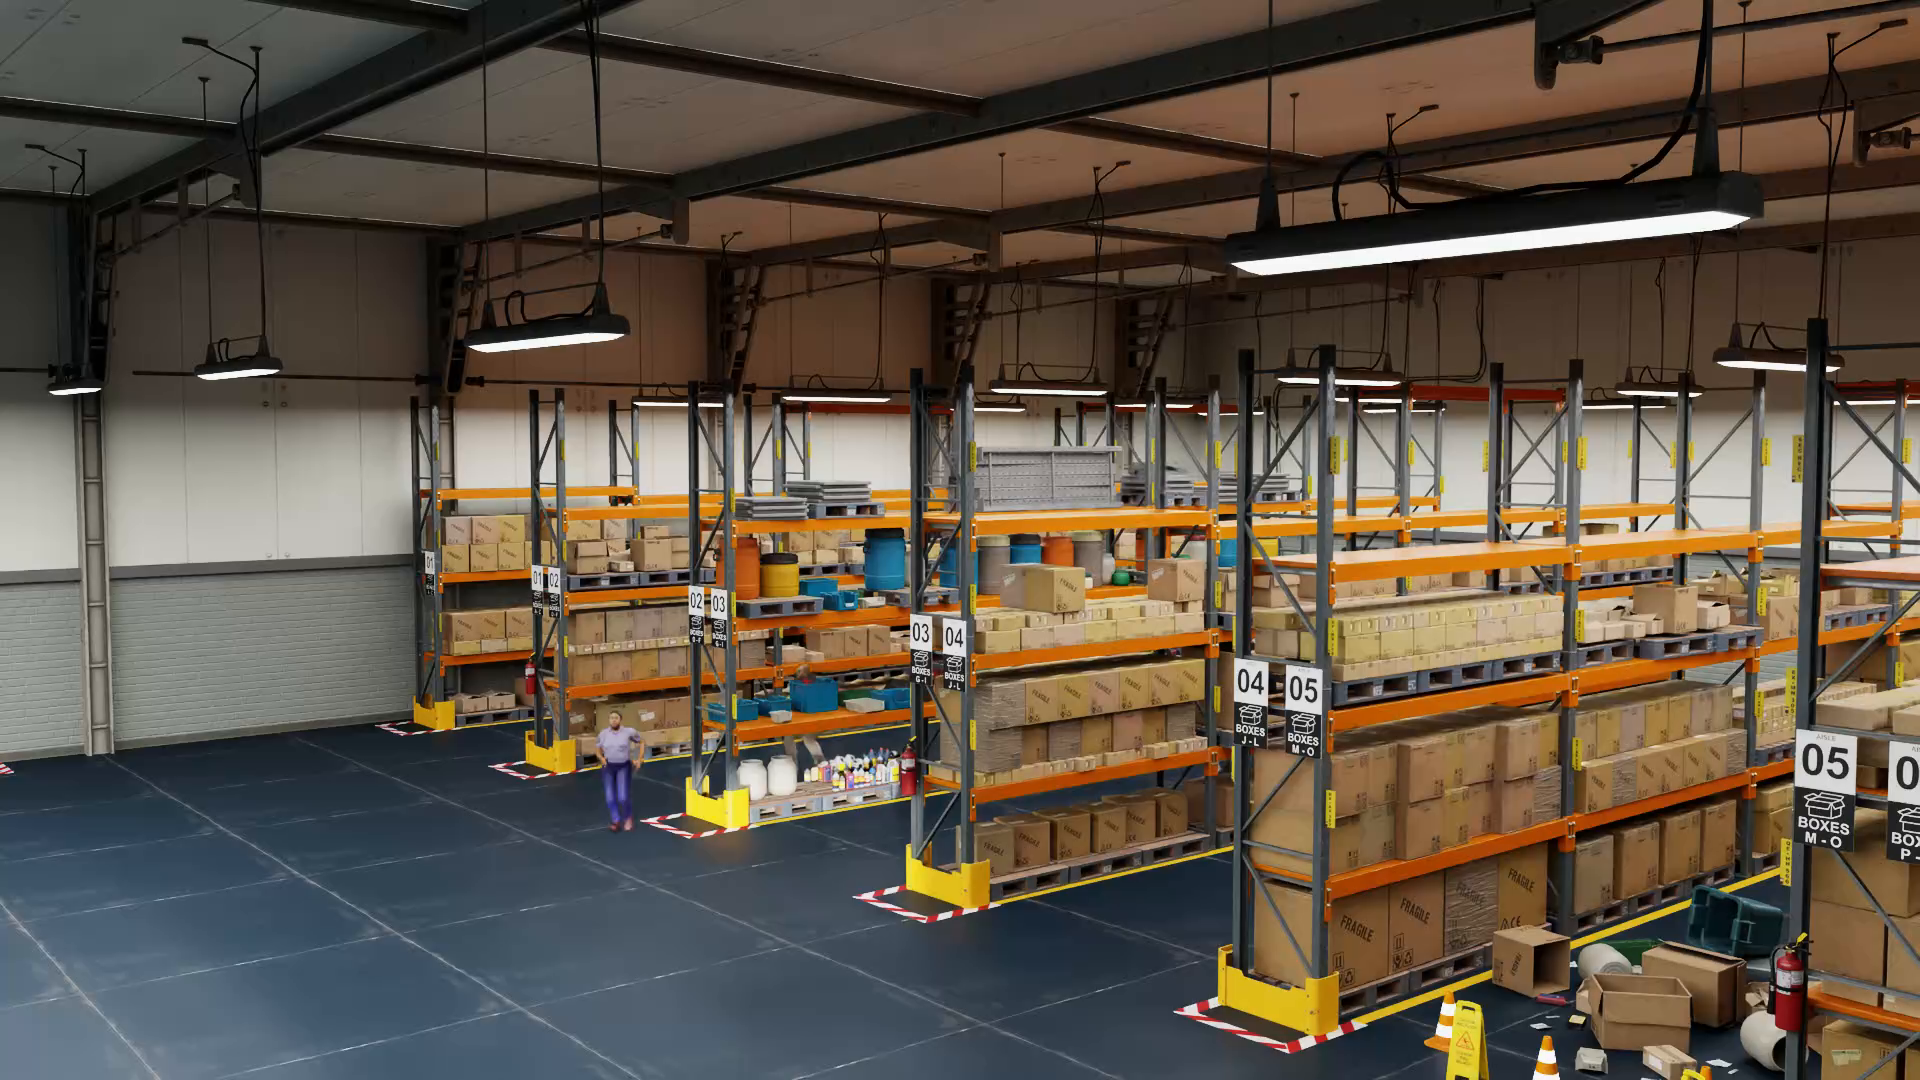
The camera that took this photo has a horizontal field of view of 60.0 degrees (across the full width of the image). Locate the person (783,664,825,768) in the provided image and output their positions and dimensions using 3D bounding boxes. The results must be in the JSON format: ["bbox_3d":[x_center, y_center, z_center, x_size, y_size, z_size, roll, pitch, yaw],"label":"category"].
[{"bbox_3d":[-2.346,2.804,25.670,0.717,1.786,0.663,-3,4,-38],"label":"person"}]

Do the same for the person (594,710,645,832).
[{"bbox_3d":[-4.514,3.061,21.956,0.641,1.641,0.630,0,3,0],"label":"person"}]

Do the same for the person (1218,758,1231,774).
[{"bbox_3d":[3.755,2.852,24.674,0.670,1.730,0.709,-3,5,-43],"label":"person"}]
